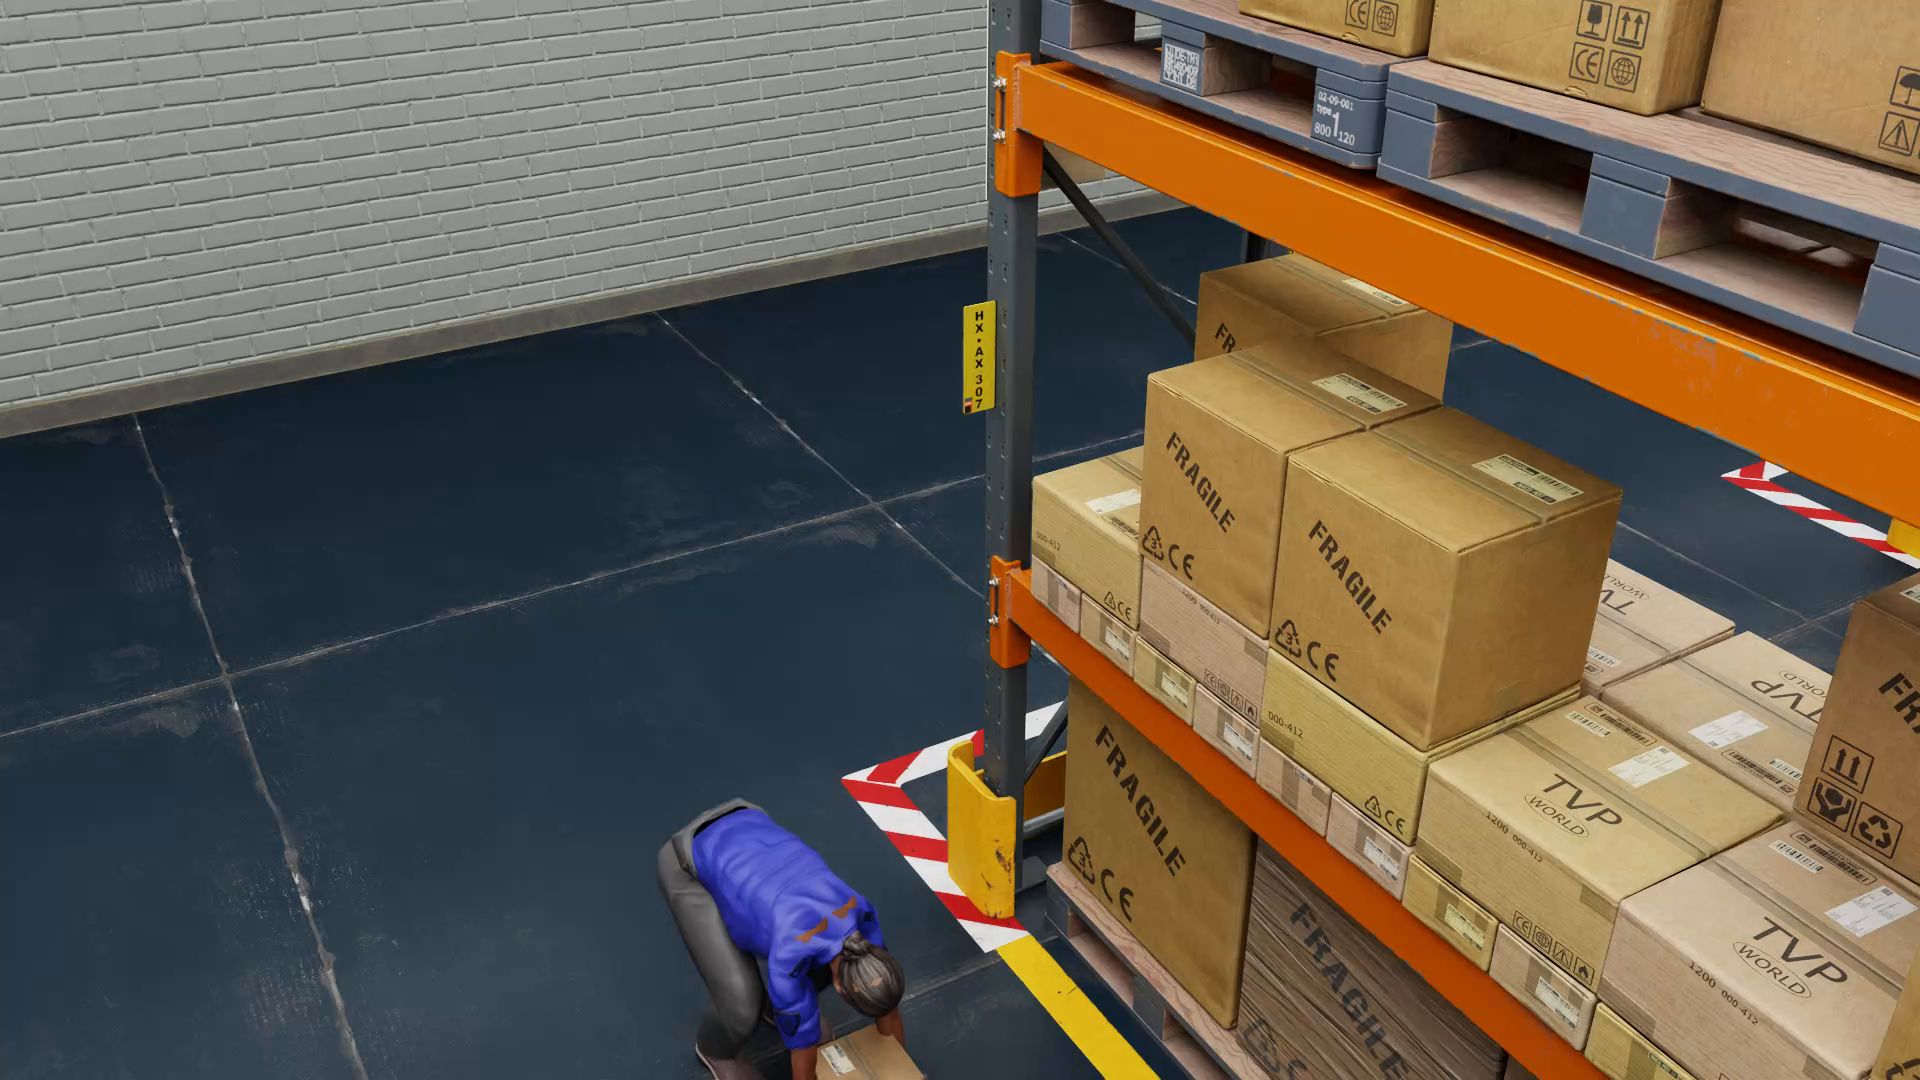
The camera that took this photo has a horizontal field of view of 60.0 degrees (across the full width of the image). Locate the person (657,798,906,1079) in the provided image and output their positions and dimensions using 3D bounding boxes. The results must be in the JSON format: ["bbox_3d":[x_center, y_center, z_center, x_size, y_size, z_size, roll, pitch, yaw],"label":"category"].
[{"bbox_3d":[-0.472,1.235,4.735,0.866,0.866,0.464,25,37,37],"label":"person"}]
